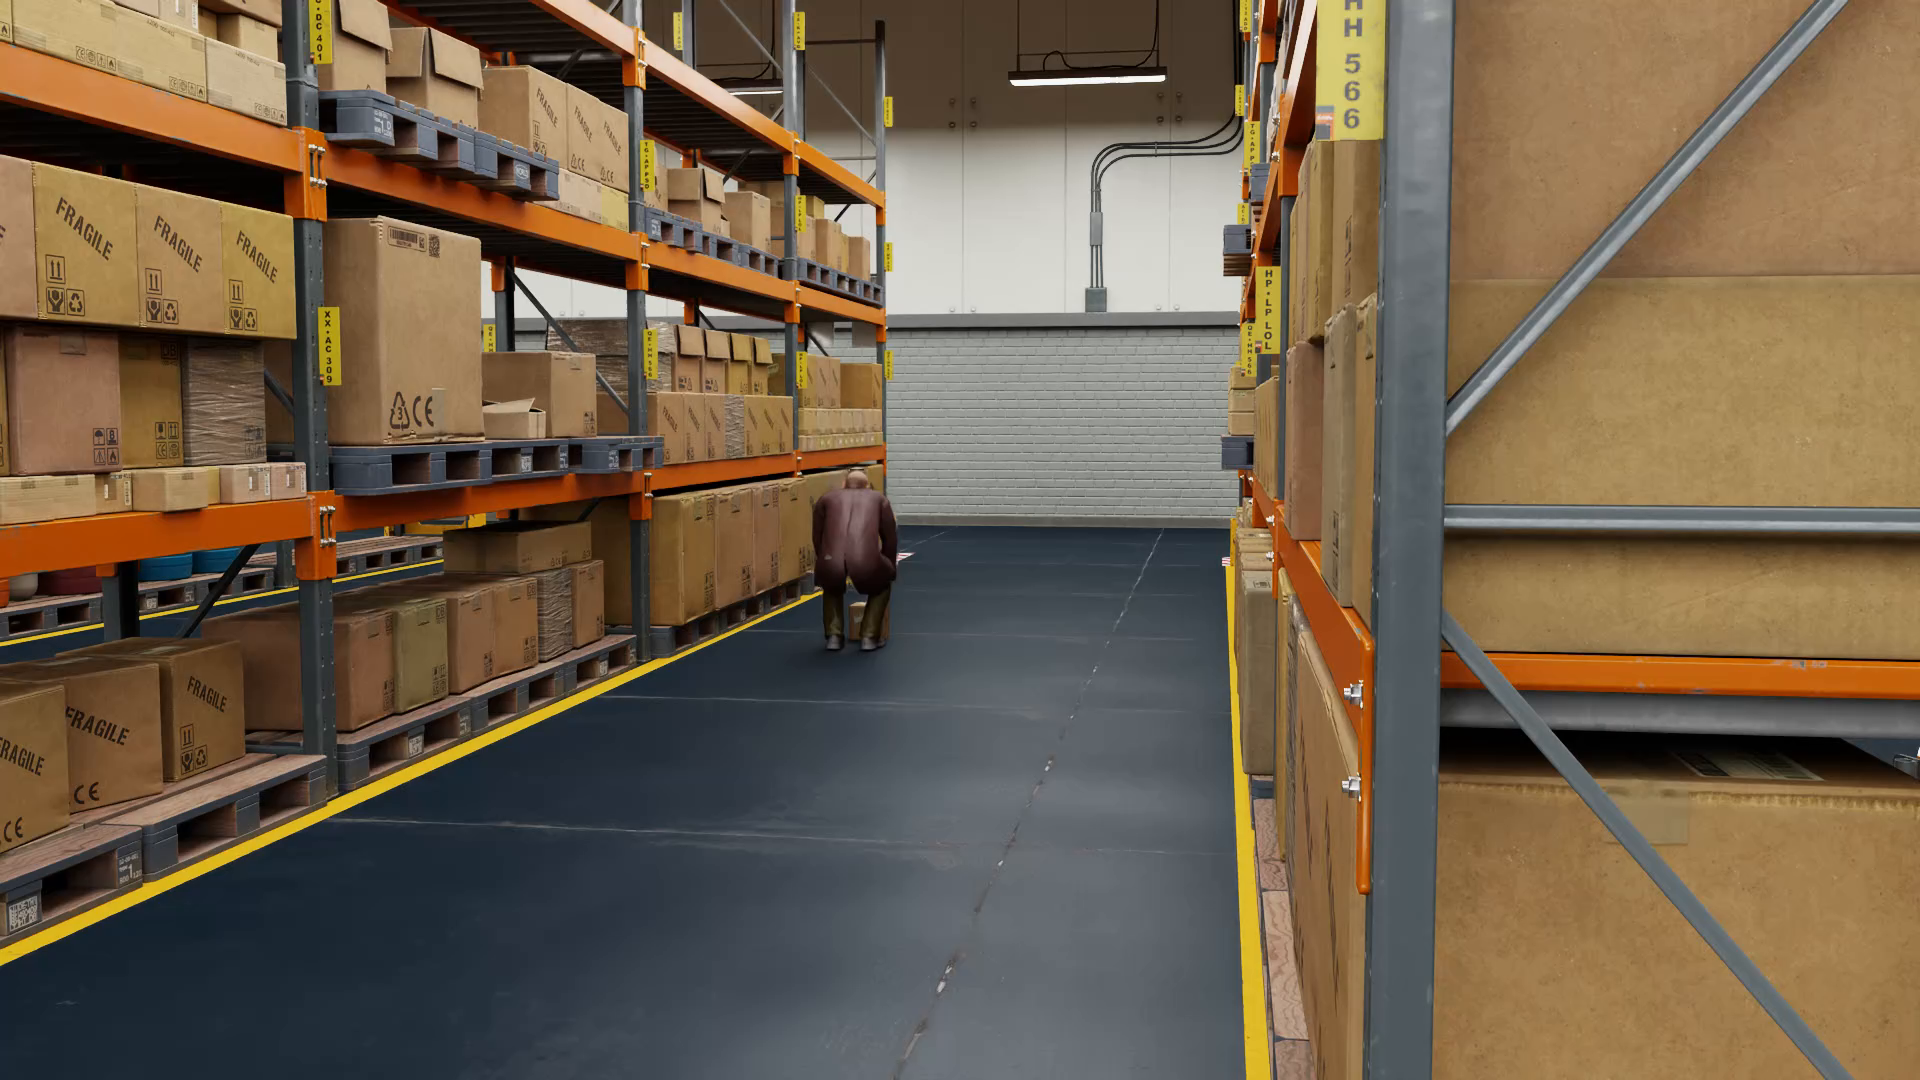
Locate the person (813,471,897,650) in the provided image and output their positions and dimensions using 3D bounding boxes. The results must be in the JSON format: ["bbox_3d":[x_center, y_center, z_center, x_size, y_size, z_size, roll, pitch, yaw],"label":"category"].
[{"bbox_3d":[-0.769,0.144,11.787,0.630,1.234,0.804,1,4,9],"label":"person"}]
